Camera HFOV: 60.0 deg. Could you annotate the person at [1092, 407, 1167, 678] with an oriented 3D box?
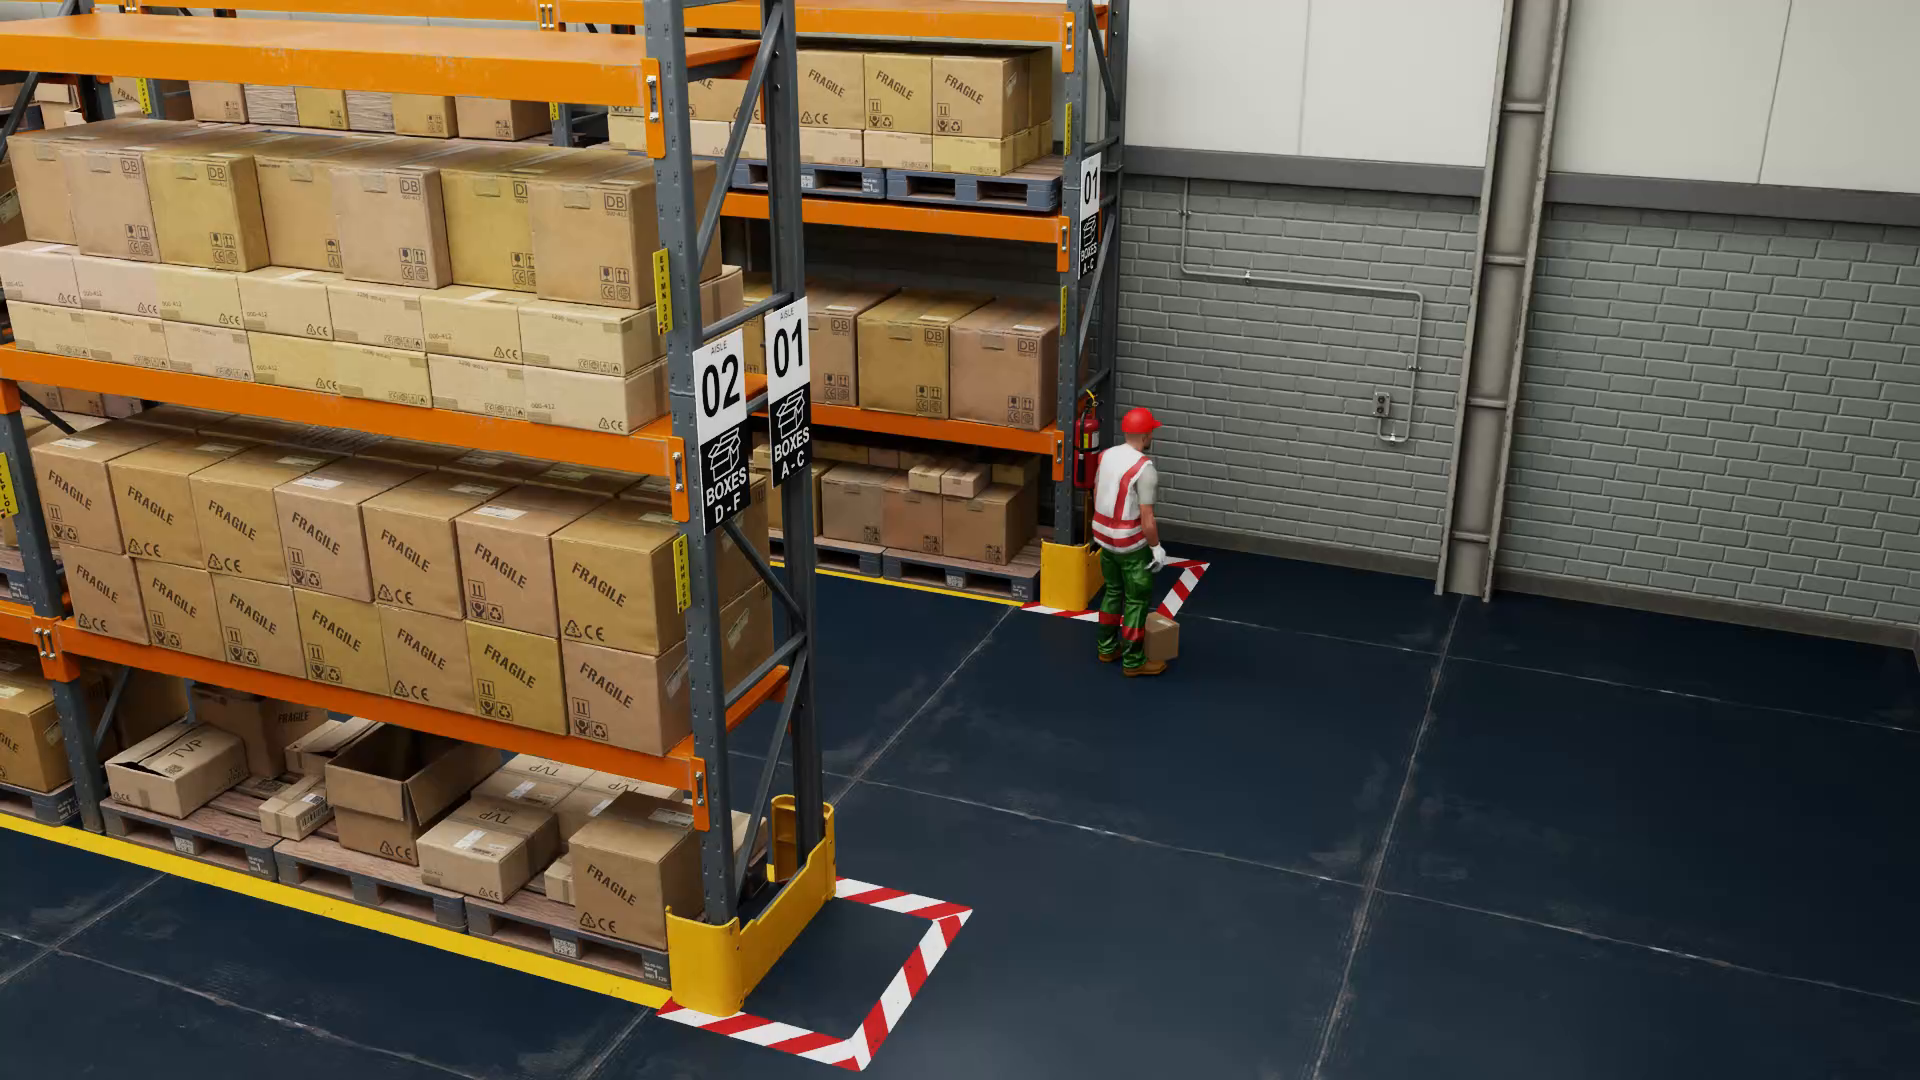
[{"bbox_3d":[1.108,0.001,10.912,0.449,1.780,0.623,-13,26,-30],"label":"person"}]
